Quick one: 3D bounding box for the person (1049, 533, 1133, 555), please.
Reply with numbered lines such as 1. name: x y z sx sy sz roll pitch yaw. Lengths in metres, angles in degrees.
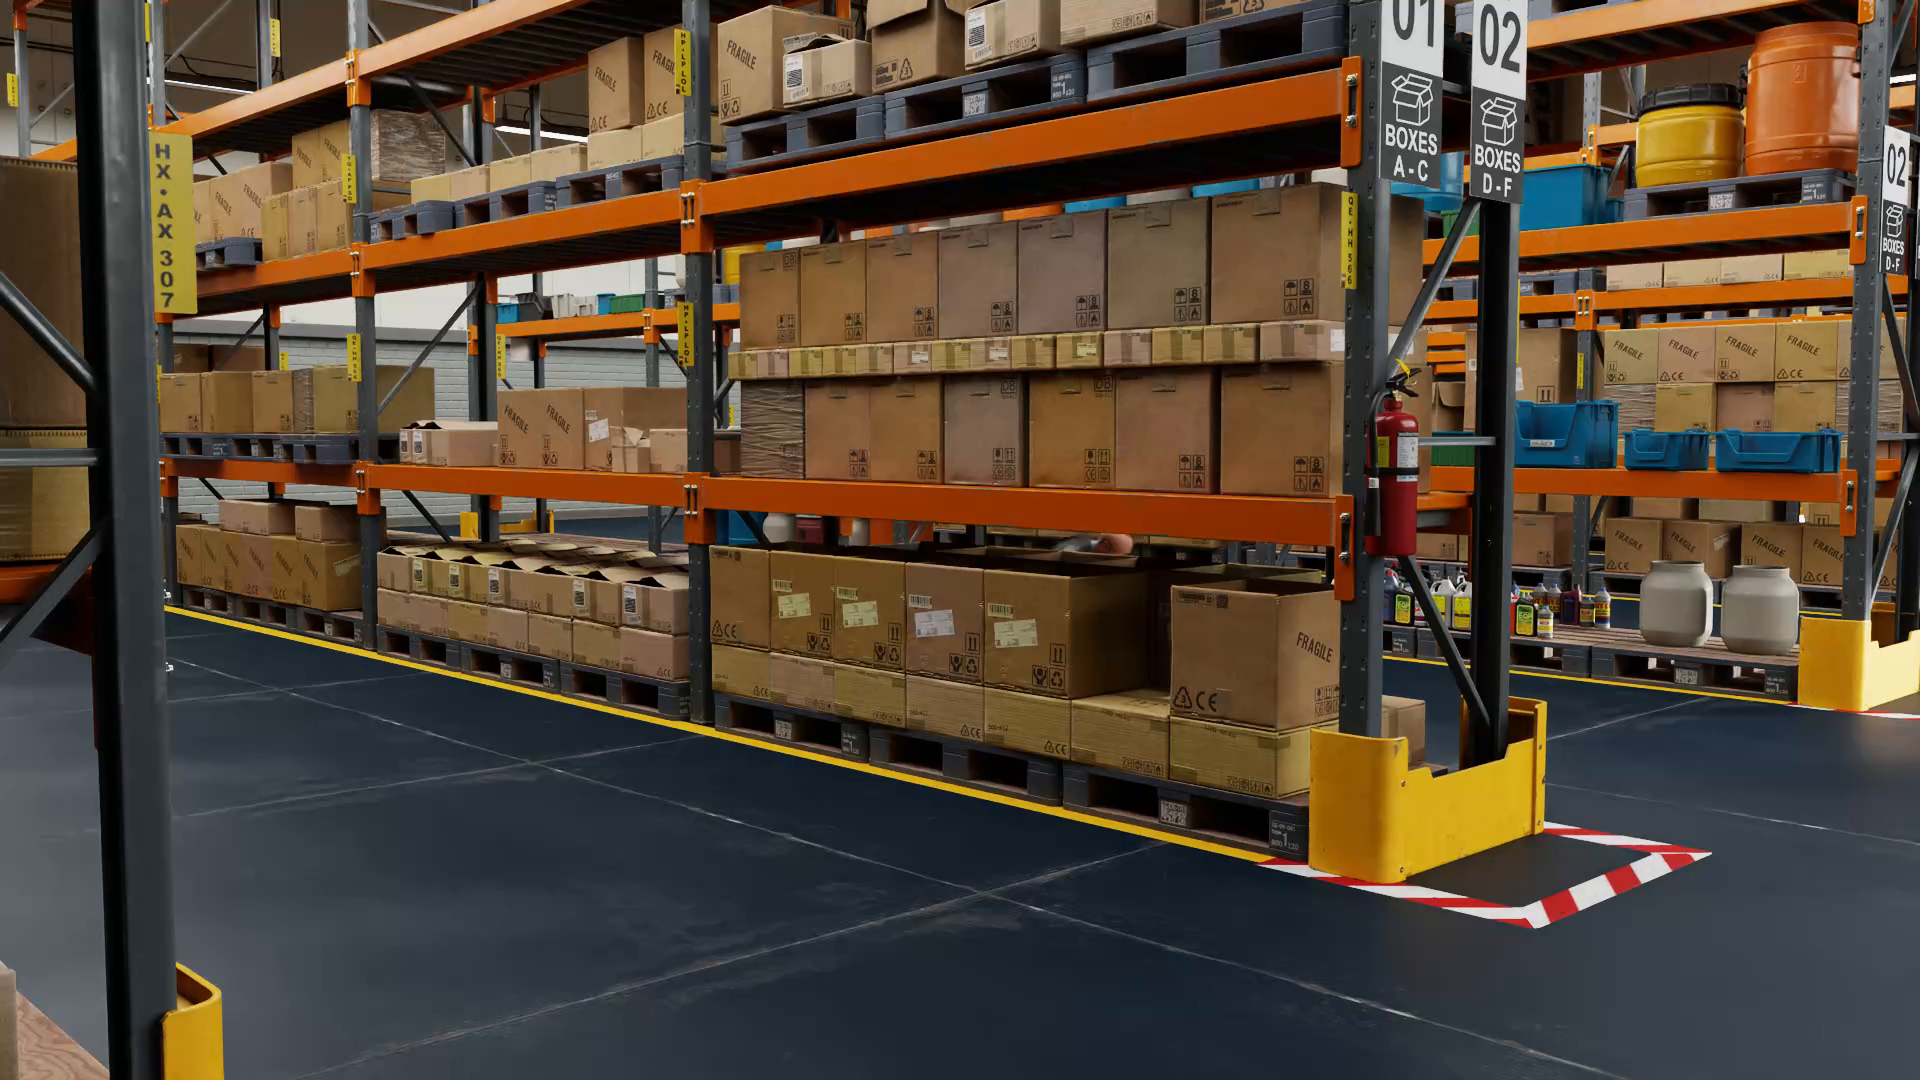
1. person: 0.707 0.394 10.256 0.869 0.962 0.513 4 5 45
